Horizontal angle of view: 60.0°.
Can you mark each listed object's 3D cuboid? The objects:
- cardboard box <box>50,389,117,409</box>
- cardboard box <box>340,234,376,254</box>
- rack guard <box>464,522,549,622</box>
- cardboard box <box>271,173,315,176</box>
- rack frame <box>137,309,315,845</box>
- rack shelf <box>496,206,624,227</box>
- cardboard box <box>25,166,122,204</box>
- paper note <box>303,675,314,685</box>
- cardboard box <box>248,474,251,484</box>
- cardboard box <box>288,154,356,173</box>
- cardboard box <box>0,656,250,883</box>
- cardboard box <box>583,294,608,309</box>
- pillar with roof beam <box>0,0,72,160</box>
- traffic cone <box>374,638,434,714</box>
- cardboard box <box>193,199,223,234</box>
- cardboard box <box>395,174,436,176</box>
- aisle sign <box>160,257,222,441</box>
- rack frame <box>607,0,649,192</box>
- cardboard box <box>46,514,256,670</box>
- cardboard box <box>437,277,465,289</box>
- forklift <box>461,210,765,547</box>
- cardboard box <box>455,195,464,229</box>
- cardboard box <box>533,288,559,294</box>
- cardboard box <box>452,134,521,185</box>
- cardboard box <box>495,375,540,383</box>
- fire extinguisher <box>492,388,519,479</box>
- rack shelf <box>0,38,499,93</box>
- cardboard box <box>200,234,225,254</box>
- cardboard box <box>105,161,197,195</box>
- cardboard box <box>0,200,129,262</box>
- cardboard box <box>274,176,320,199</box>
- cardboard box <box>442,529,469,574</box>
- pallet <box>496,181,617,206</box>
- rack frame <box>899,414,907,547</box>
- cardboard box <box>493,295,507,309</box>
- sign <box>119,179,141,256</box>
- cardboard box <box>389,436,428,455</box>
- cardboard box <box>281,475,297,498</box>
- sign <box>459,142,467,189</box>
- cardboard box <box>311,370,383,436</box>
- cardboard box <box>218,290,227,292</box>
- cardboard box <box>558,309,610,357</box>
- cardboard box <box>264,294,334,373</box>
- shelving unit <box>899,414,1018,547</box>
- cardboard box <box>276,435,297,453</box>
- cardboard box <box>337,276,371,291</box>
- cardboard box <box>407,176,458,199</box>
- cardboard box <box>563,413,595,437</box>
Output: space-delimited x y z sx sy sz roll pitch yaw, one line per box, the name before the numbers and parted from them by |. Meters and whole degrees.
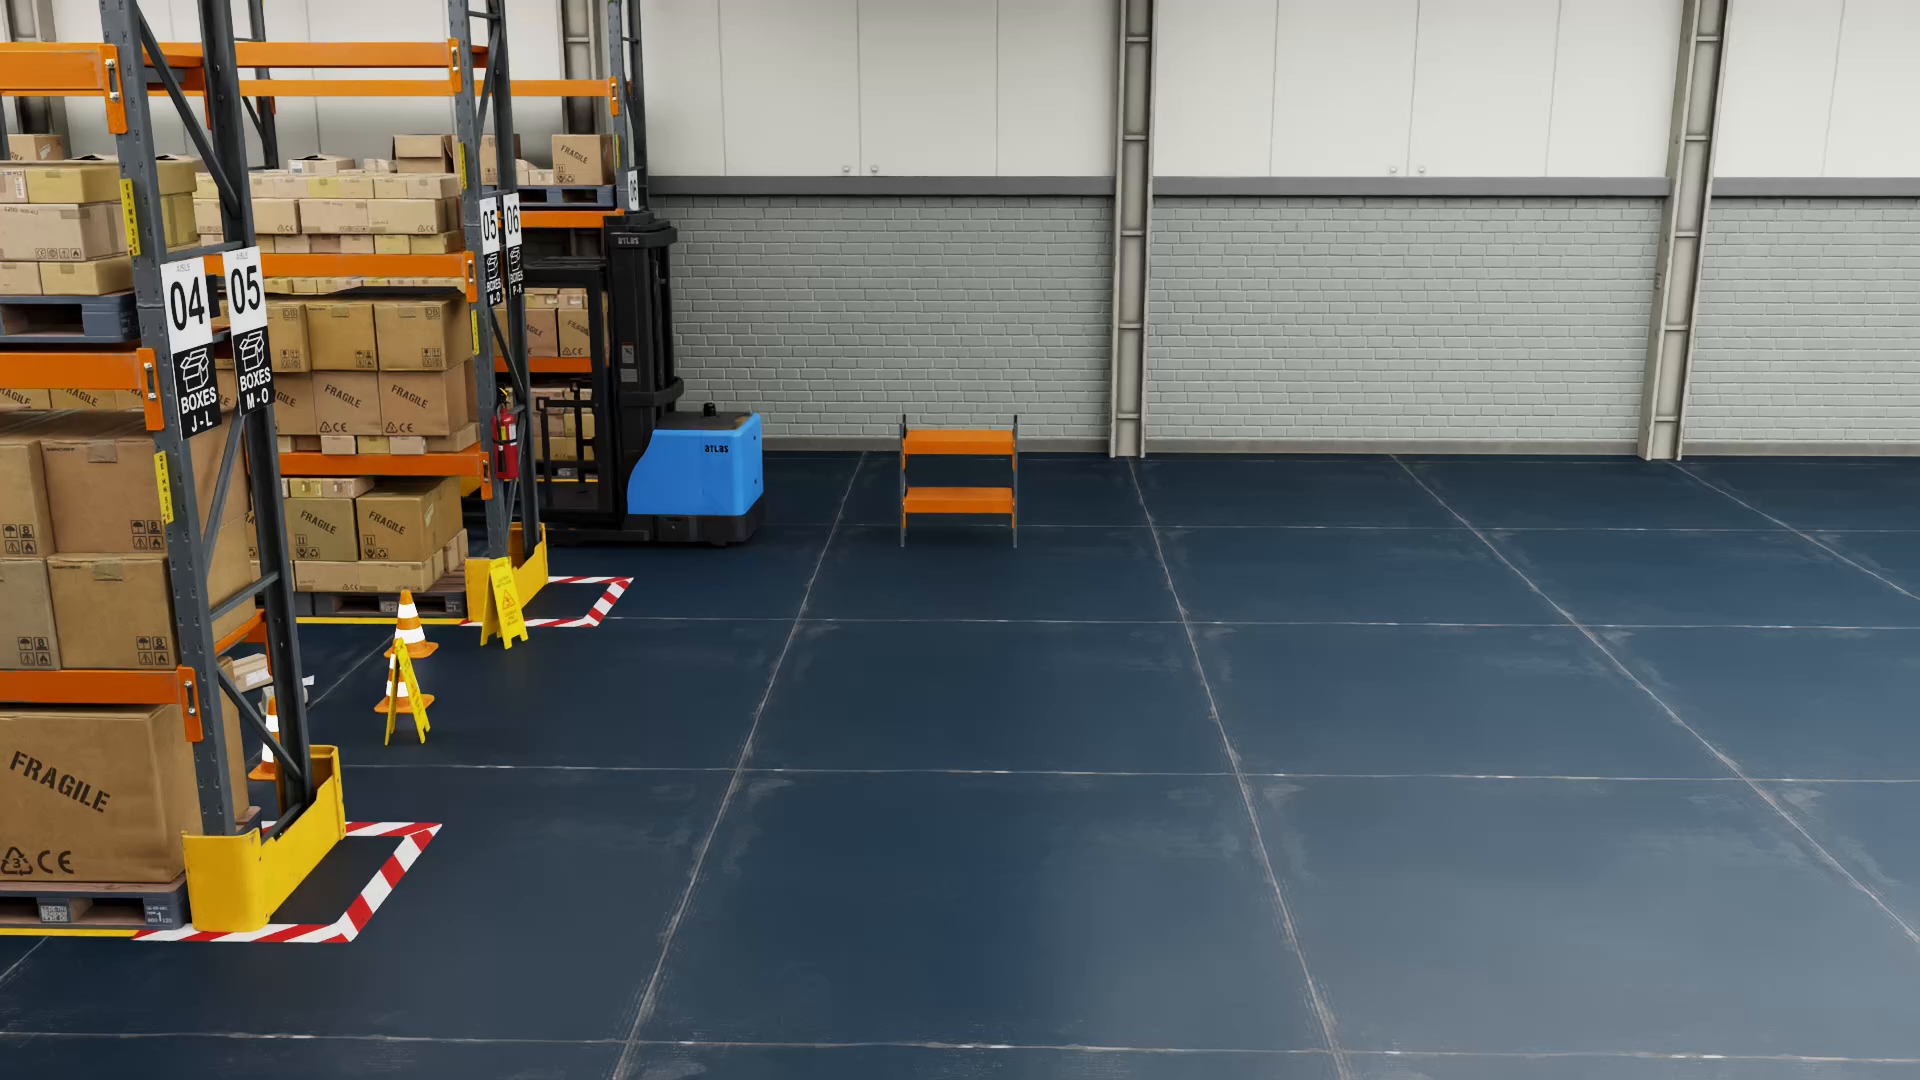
cardboard box | -6.615 -1.110 12.800 0.500 0.500 0.500 0 15 1
cardboard box | -4.430 -2.227 12.424 0.250 0.149 0.380 1 15 3
rack guard | -3.628 0.245 13.343 0.348 0.500 1.175 0 15 1
cardboard box | -5.161 -2.768 12.910 0.250 0.149 0.380 1 15 3
rack frame | -3.577 0.299 8.235 0.127 3.000 1.000 0 15 1
rack shelf | -5.428 -3.345 17.579 4.000 0.370 1.077 0 15 1
cardboard box | -3.922 -1.582 7.397 0.250 0.149 0.380 1 15 2
paper note | -4.547 0.974 11.500 0.142 0.019 0.148 -5 16 -18
cardboard box | -5.933 -0.284 13.545 0.500 0.500 0.500 1 15 4
cardboard box | -6.602 -3.847 17.225 0.500 0.311 0.500 1 15 3
cardboard box | -4.257 1.136 8.405 0.875 0.875 0.875 0 15 2
cardboard box | -3.782 -2.522 17.462 0.250 0.149 0.380 1 15 2
pillar with roof beam | -10.210 -4.306 13.930 0.400 9.000 9.100 0 15 1
traffic cone | -3.703 0.875 11.028 0.334 0.463 0.336 0 15 1
cardboard box | -5.596 -2.428 12.405 0.500 0.250 0.500 1 15 2
cardboard box | -4.154 -2.730 12.767 0.250 0.149 0.380 0 15 1
aisle sign | -3.514 -0.881 7.612 0.004 0.787 0.394 0 15 1
rack frame | -3.429 -5.130 17.055 0.127 3.000 1.000 0 15 1
cardboard box | -3.949 0.236 8.181 0.550 0.550 0.875 0 15 1
cardboard box | -5.326 -2.692 17.524 0.250 0.149 0.380 1 15 2
forklift | -3.393 -1.490 15.153 3.031 2.935 1.130 1 15 4
cardboard box | -4.047 -2.556 12.891 0.500 0.250 0.500 0 15 0
cardboard box | -4.302 -2.672 17.448 0.250 0.149 0.380 1 15 3
cardboard box | -4.899 -3.952 17.256 0.500 0.500 0.700 0 15 2
cardboard box | -4.903 -1.646 18.216 0.500 0.250 0.500 0 15 1
fire extinguisher | -3.449 -0.808 12.584 0.183 0.674 0.296 0 15 1
rack shelf | -5.551 -3.528 12.398 4.000 0.370 1.077 0 15 1
cardboard box | -5.452 -2.222 12.405 0.250 0.149 0.380 0 15 1
cardboard box | -3.902 -1.750 8.032 0.250 0.149 0.380 1 15 2
cardboard box | -4.073 -1.406 7.509 0.500 0.250 0.500 1 15 2
cardboard box | -4.906 -2.632 12.394 0.250 0.149 0.380 0 15 1
cardboard box | -4.351 0.087 13.607 0.500 0.250 0.500 0 15 1
pallet | -4.135 -3.648 17.491 1.213 0.211 1.003 0 15 1
rack frame | -0.515 -0.547 15.119 0.032 1.125 0.500 0 15 1
cardboard box | -4.812 -2.528 17.484 0.250 0.149 0.380 0 15 0
sign | -3.605 -1.402 7.225 0.005 0.325 0.100 0 15 1
cardboard box | -4.187 -0.763 12.756 0.250 0.149 0.380 0 15 1
cardboard box | -5.242 -0.442 12.870 0.250 0.149 0.380 1 15 4
sign | -3.586 -2.701 11.991 0.005 0.325 0.100 0 15 1
cardboard box | -4.602 -1.093 12.735 0.500 0.500 0.500 0 15 2
cardboard box | -7.774 -2.563 17.617 0.250 0.149 0.380 1 15 3
cardboard box | -3.927 -2.214 17.566 0.500 0.500 0.500 0 15 0
cardboard box | -5.086 -1.569 12.578 0.500 0.500 0.700 0 15 1
shelving unit | -0.007 -0.544 15.107 1.048 1.125 0.538 0 15 1
cardboard box | -5.211 -0.780 12.821 0.250 0.149 0.380 0 15 1
cardboard box | -6.342 -2.678 17.468 0.250 0.149 0.380 1 15 3
cardboard box | -3.897 -2.605 12.293 0.250 0.149 0.380 1 15 2
cardboard box | -3.923 -1.268 17.763 0.500 0.250 0.500 0 15 1
